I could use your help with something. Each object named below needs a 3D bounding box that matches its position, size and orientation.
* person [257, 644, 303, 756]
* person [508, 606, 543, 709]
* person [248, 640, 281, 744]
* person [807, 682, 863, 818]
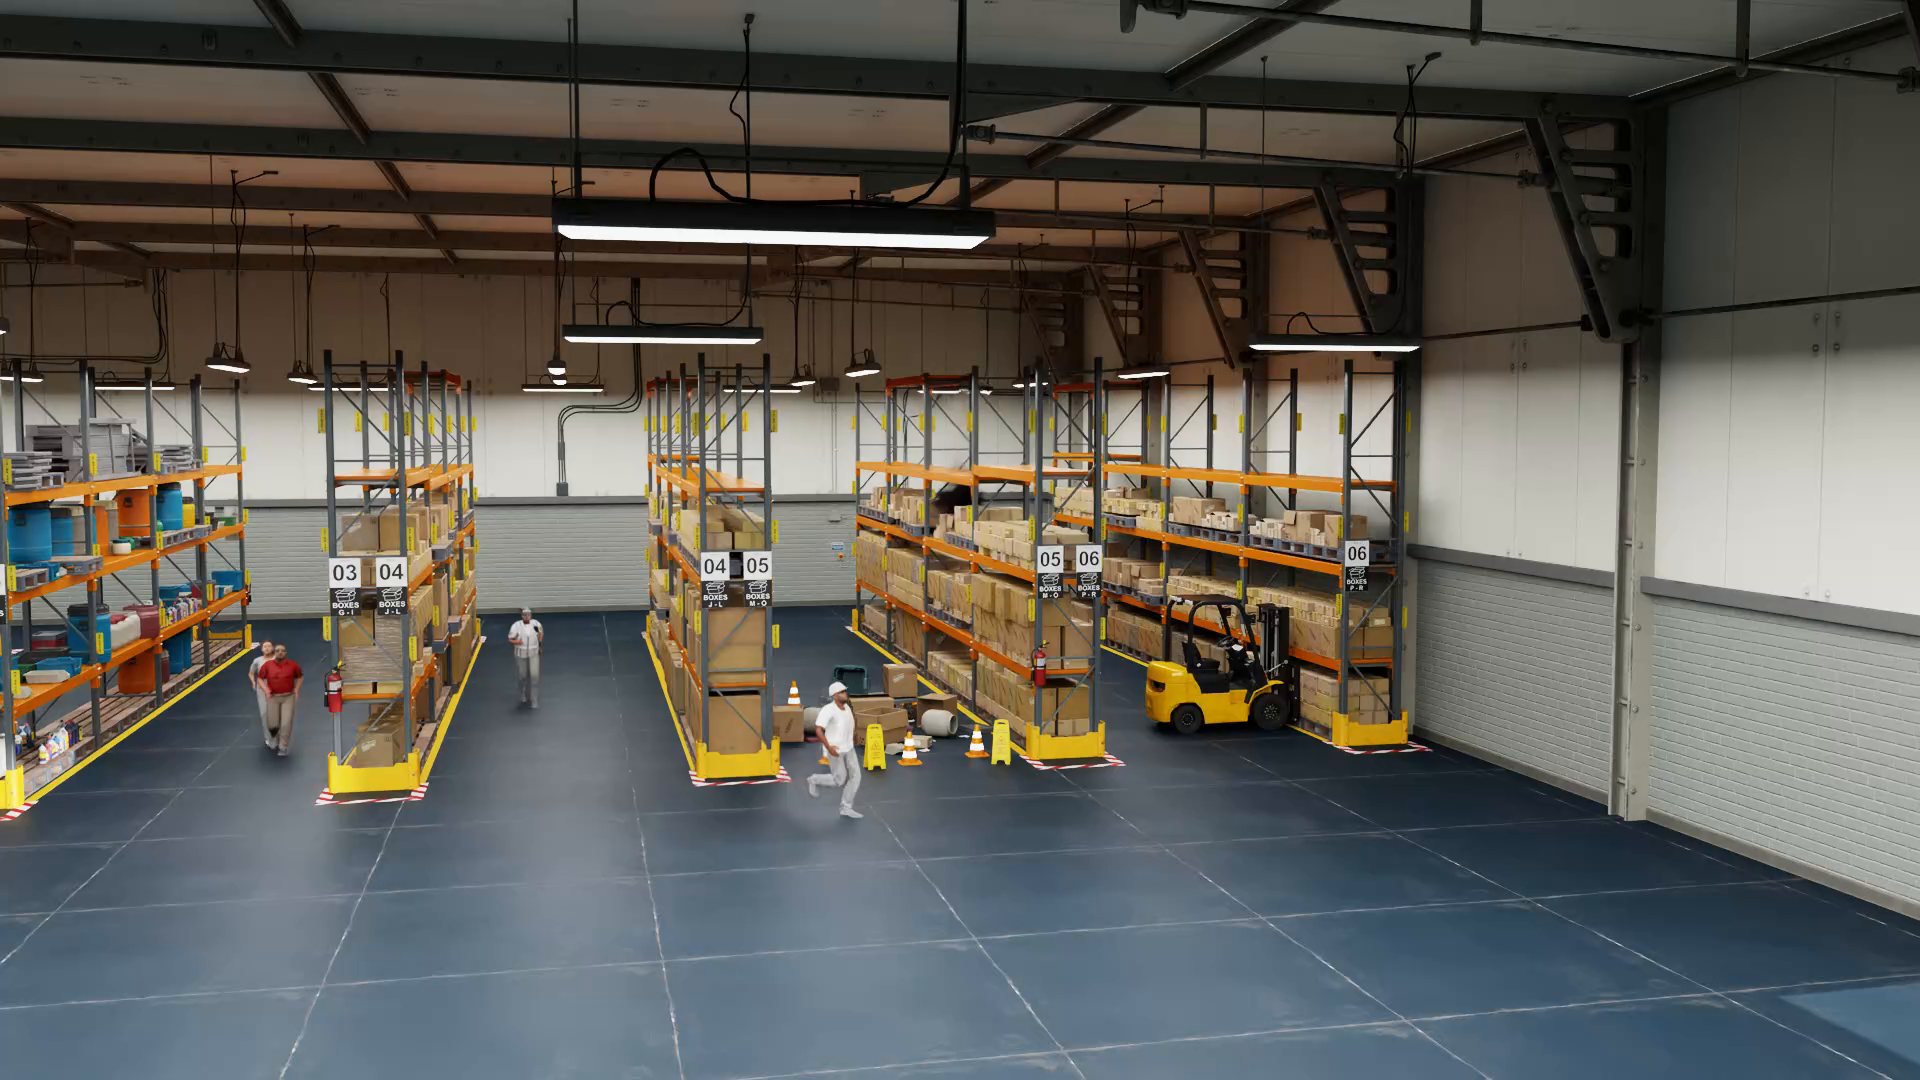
[{"bbox_3d":[-10.274,2.410,25.166,0.648,1.679,0.595,-2,4,-25],"label":"person"},{"bbox_3d":[-7.713,2.073,29.575,0.616,1.835,0.882,-1,4,-18],"label":"person"},{"bbox_3d":[-10.880,2.370,26.142,0.566,1.622,0.667,-1,4,-20],"label":"person"},{"bbox_3d":[-1.586,2.677,21.304,0.759,1.726,0.703,3,5,34],"label":"person"}]
